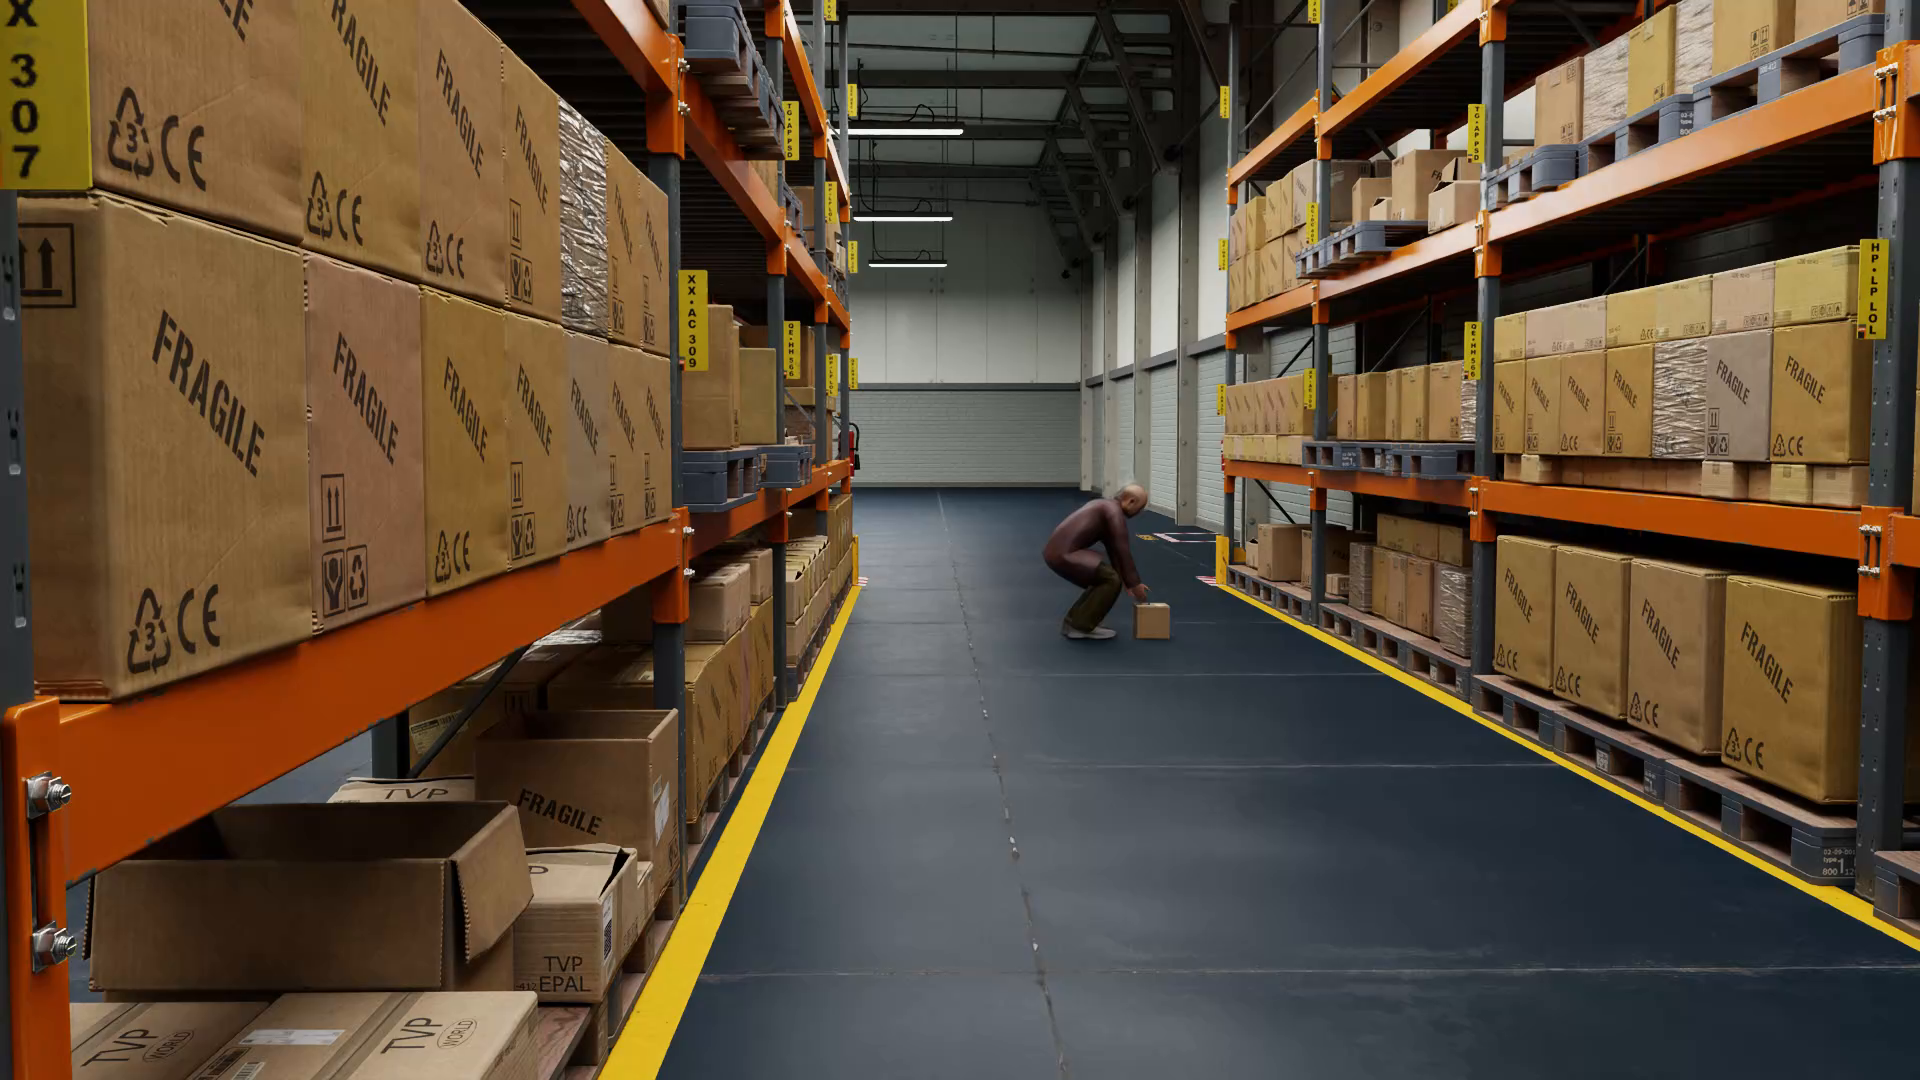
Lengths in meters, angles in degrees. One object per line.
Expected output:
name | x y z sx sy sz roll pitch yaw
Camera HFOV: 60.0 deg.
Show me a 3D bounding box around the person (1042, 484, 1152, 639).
person | 1.049 0.169 12.877 0.830 1.165 0.622 0 4 -1
